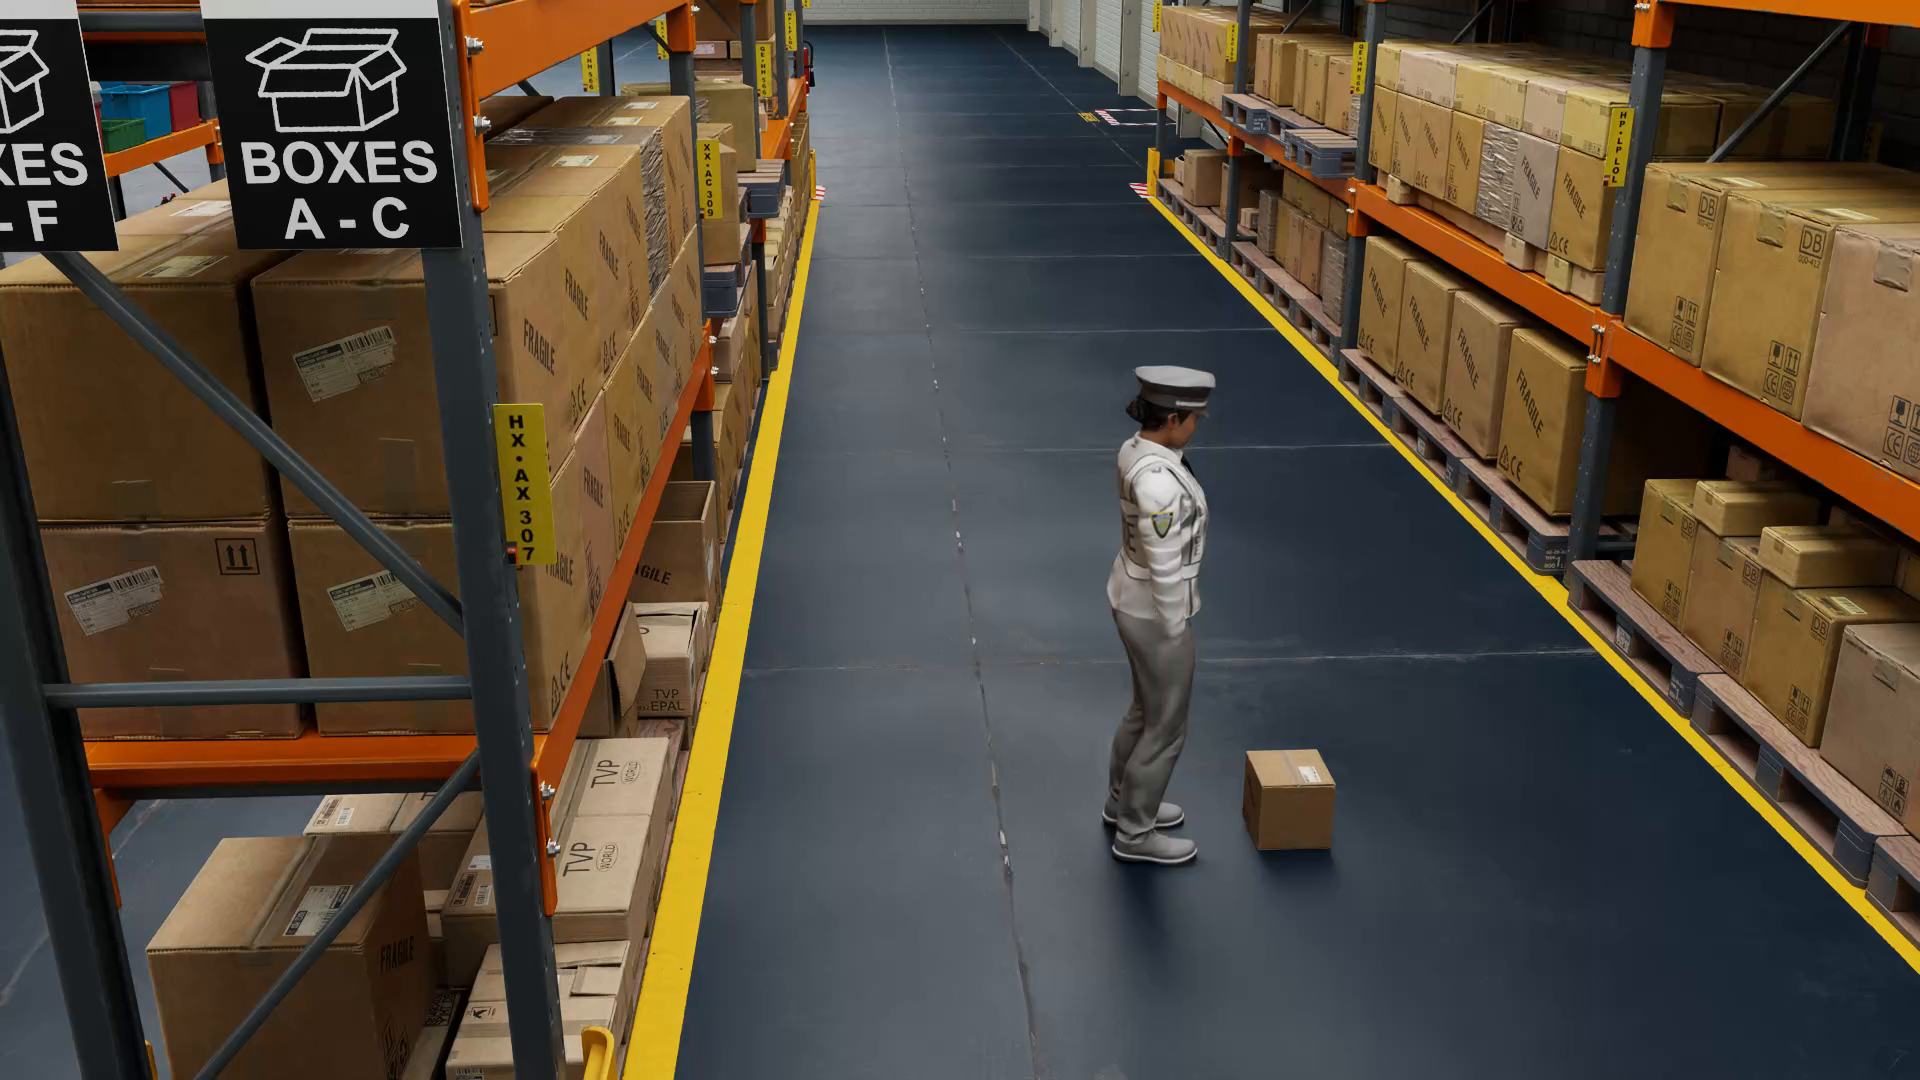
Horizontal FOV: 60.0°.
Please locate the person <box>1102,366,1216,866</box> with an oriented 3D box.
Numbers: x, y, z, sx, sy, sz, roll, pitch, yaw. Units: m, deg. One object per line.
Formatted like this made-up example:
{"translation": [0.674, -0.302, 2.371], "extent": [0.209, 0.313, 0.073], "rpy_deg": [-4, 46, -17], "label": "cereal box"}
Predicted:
{"translation": [0.644, 0.242, 5.446], "extent": [0.327, 1.662, 0.473], "rpy_deg": [-1, 21, -2], "label": "person"}
